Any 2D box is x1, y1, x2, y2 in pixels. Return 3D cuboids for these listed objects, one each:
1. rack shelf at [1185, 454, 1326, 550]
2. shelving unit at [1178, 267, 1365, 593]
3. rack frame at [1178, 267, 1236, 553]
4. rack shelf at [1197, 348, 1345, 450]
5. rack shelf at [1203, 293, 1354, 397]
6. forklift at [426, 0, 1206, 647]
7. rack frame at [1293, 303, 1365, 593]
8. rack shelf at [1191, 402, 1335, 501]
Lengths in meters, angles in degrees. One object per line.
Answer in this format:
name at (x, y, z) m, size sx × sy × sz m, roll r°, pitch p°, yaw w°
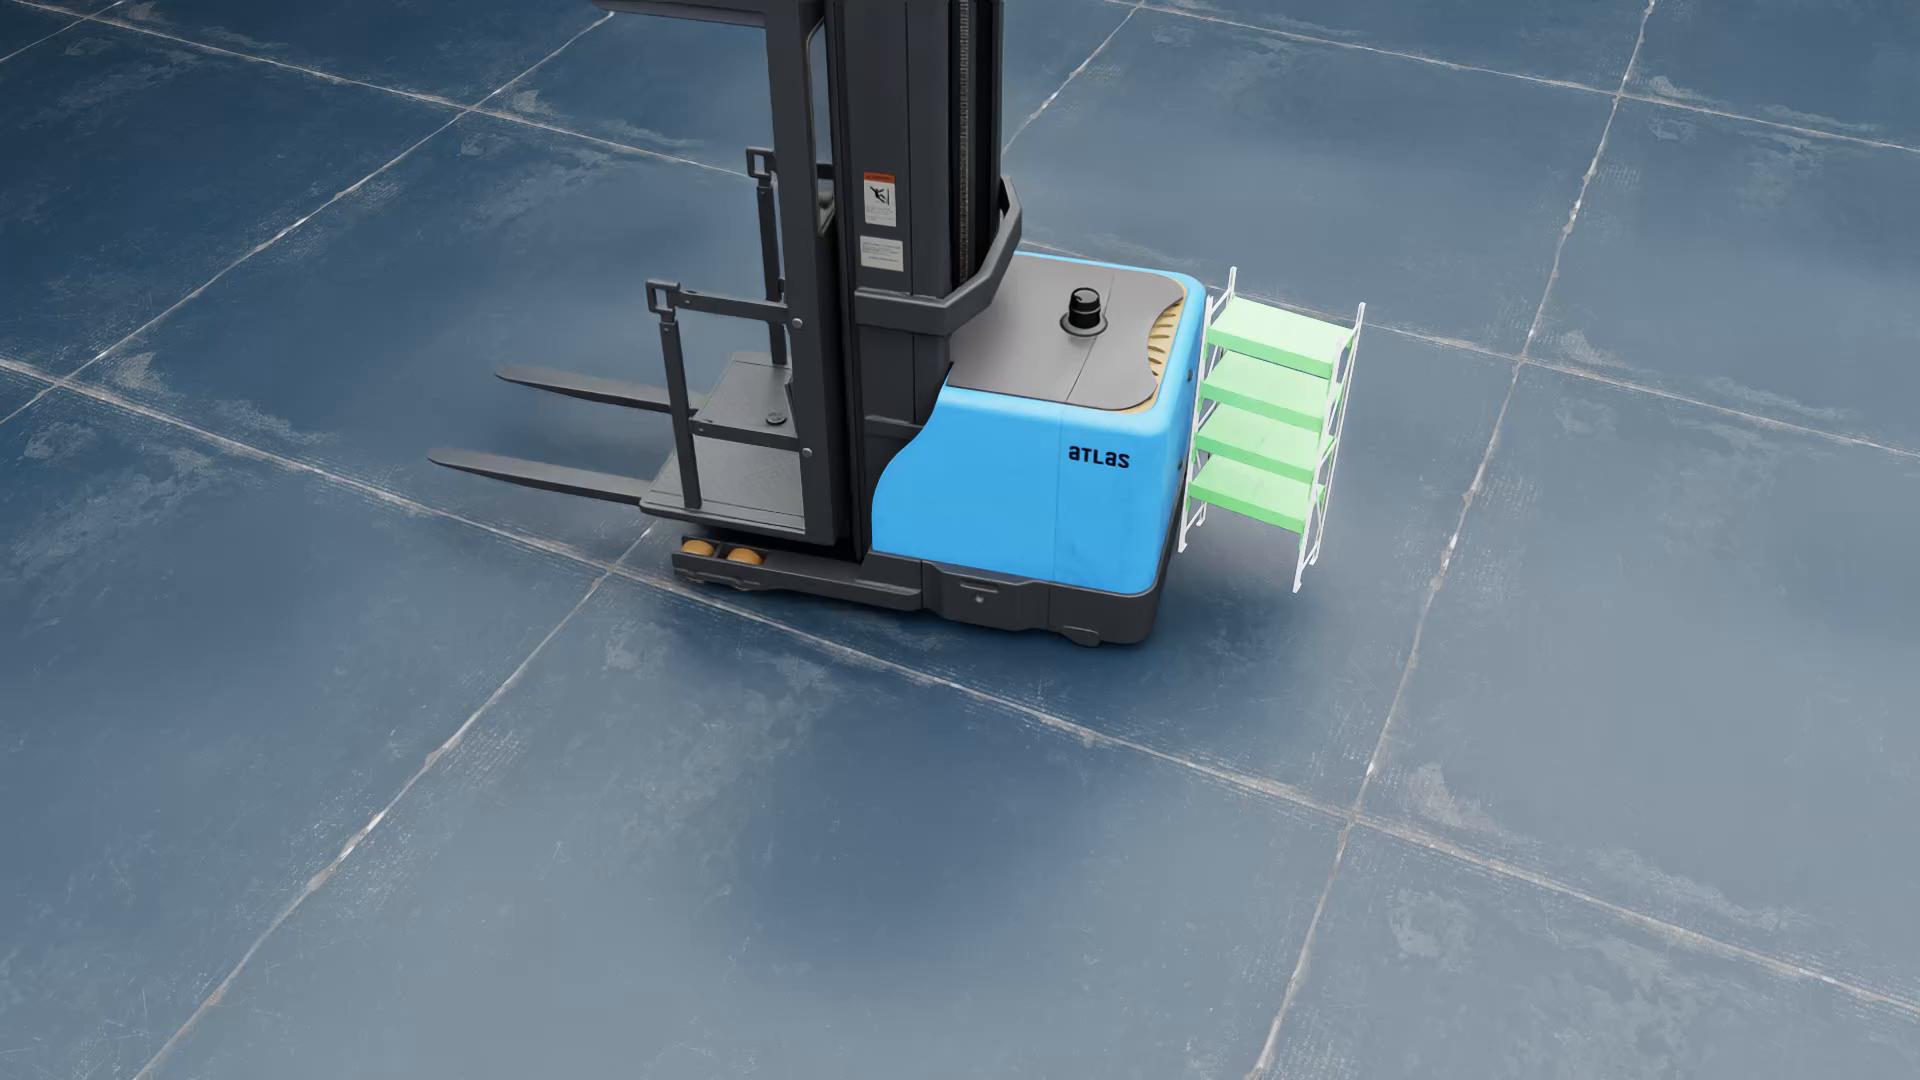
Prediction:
rack shelf at (1.156, -0.165, 6.489) m, size 0.480 × 0.148 × 0.258 m, roll 20°, pitch 45°, yaw 22°
shelving unit at (1.156, -0.395, 6.290) m, size 0.503 × 1.200 × 0.258 m, roll 20°, pitch 45°, yaw 22°
rack frame at (0.943, -0.473, 6.380) m, size 0.015 × 1.200 × 0.240 m, roll 20°, pitch 45°, yaw 22°
rack shelf at (1.156, -0.528, 6.174) m, size 0.480 × 0.148 × 0.258 m, roll 20°, pitch 45°, yaw 22°
rack shelf at (1.156, -0.709, 6.017) m, size 0.480 × 0.148 × 0.258 m, roll 20°, pitch 45°, yaw 22°
forklift at (-0.636, -1.235, 5.937) m, size 3.031 × 2.935 × 1.130 m, roll 10°, pitch 42°, yaw 11°
rack frame at (1.369, -0.317, 6.199) m, size 0.015 × 1.200 × 0.240 m, roll 20°, pitch 45°, yaw 22°
rack shelf at (1.156, -0.347, 6.331) m, size 0.480 × 0.148 × 0.258 m, roll 20°, pitch 45°, yaw 22°
